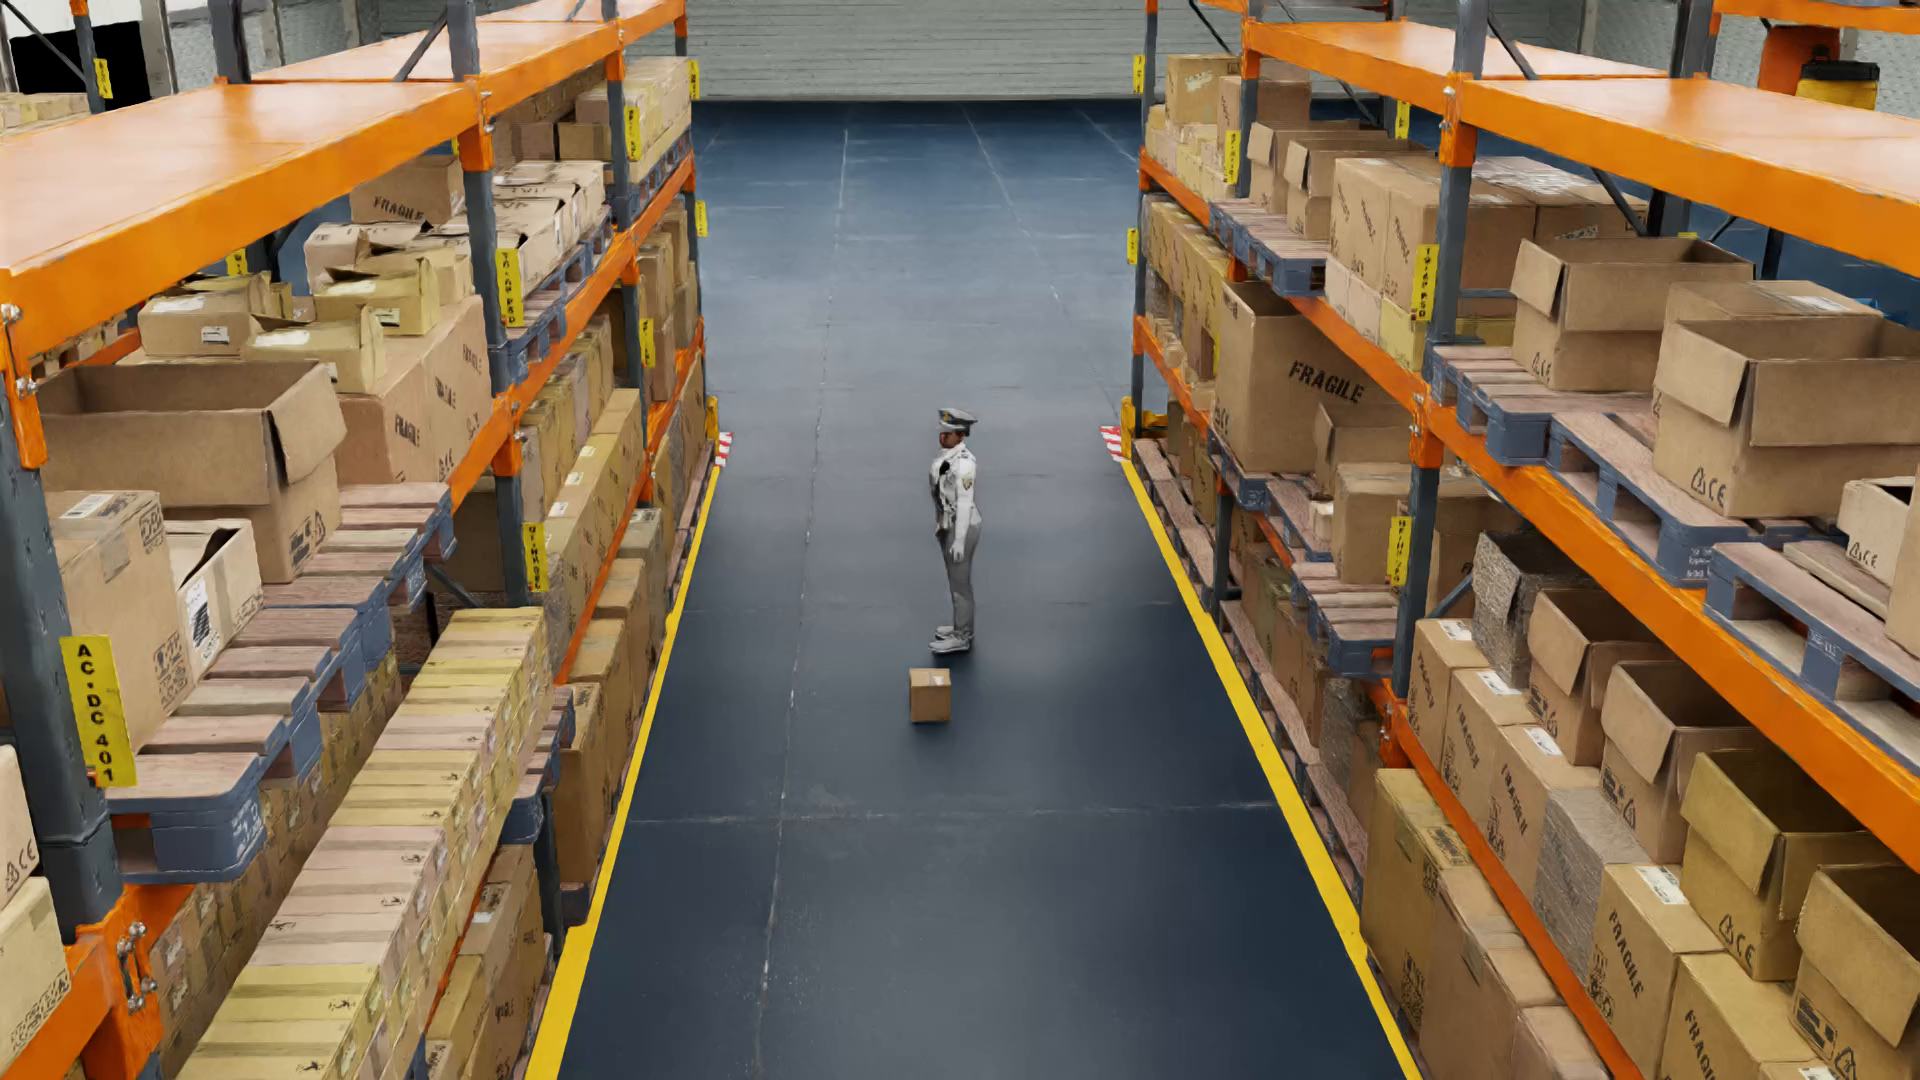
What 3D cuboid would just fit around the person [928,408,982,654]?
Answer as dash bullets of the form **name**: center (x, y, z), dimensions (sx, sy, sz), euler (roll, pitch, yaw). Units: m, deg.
- **person**: center (-0.053, -0.068, 11.165), dimensions (0.372, 1.694, 0.528), euler (-5, 21, -13)
